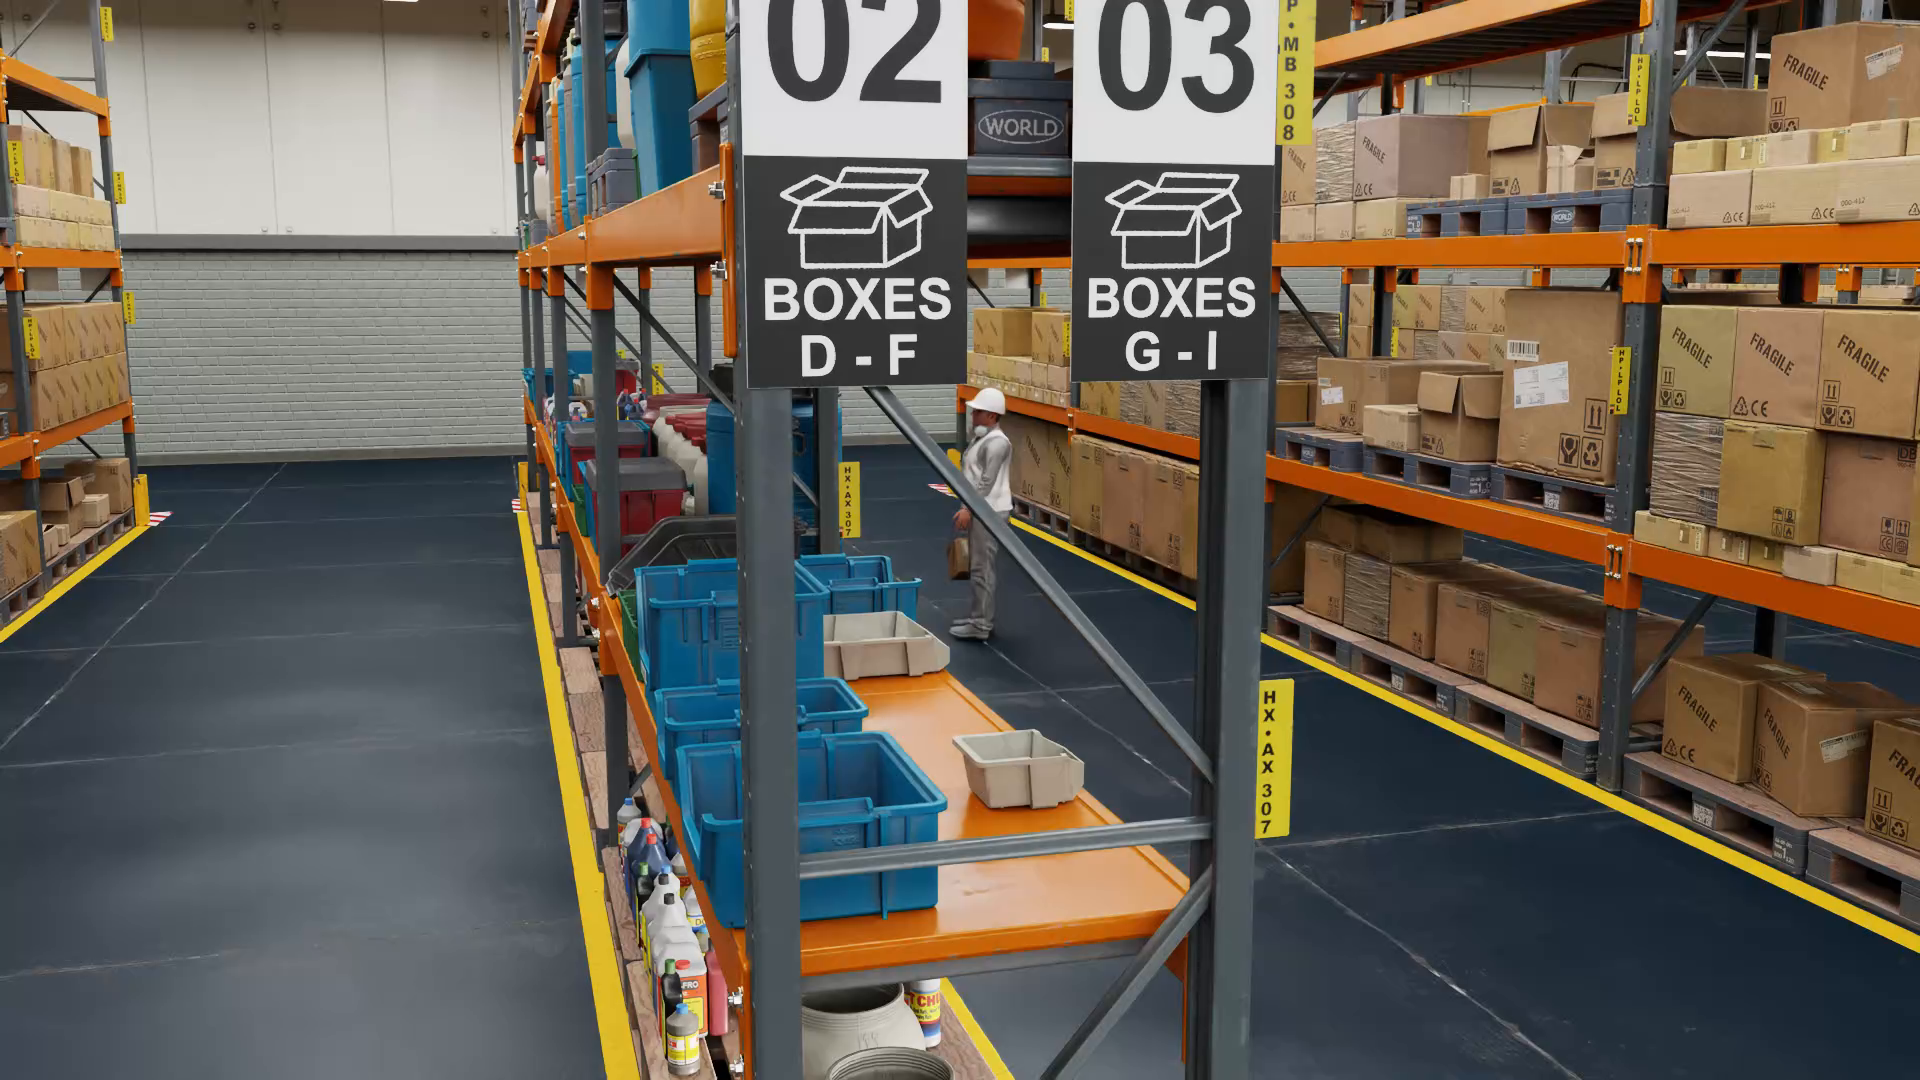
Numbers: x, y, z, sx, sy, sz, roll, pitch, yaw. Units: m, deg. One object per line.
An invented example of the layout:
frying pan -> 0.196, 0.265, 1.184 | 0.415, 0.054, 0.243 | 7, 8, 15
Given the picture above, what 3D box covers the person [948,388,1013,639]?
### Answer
person -> 0.129, -0.192, 11.869 | 0.452, 1.777, 0.581 | -1, 9, -8
